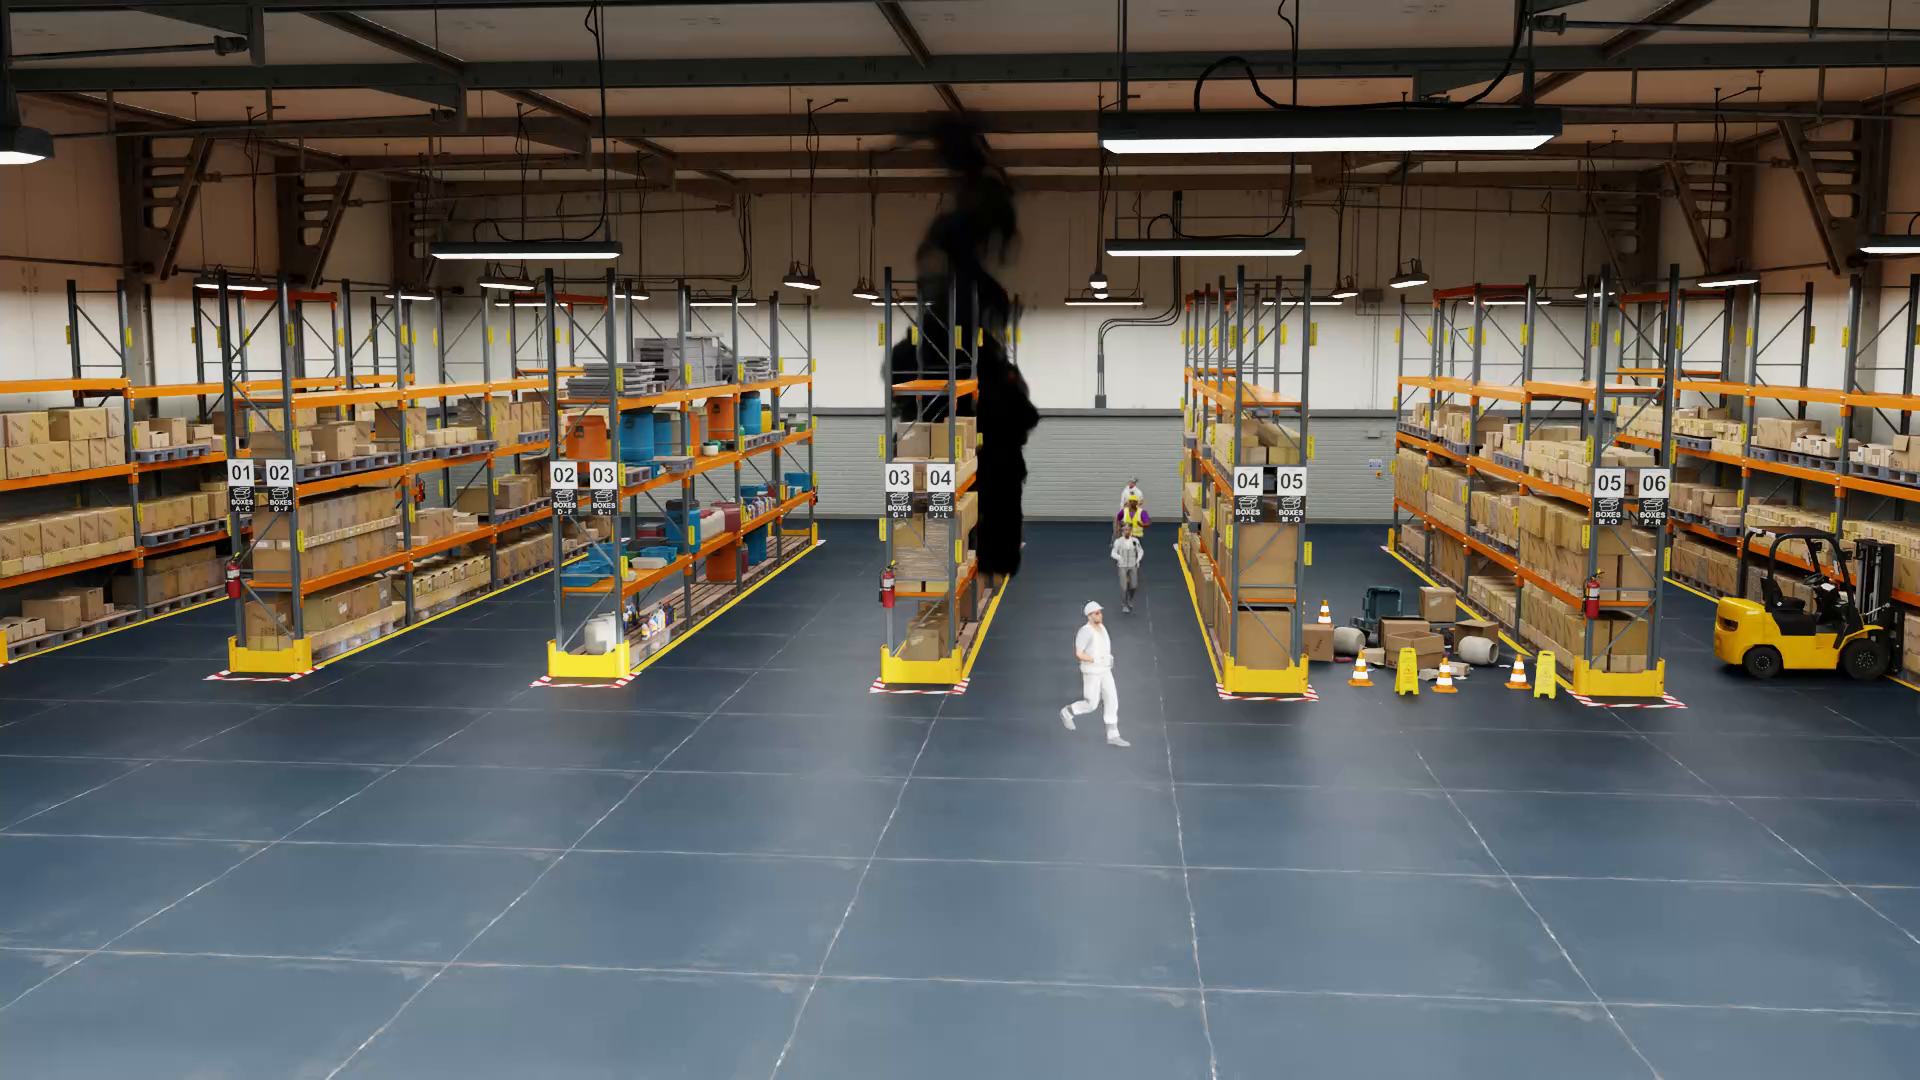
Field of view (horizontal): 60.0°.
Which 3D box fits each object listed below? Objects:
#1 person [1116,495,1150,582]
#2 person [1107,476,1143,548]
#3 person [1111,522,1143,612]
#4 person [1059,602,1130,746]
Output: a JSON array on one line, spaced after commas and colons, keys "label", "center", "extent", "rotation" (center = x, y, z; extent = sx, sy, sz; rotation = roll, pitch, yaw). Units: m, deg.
[{"label": "person", "center": [3.557, -0.058, 34.263], "extent": [0.701, 1.748, 0.990], "rotation": [1, 7, 7]}, {"label": "person", "center": [4.025, -0.655, 39.785], "extent": [0.704, 1.766, 0.809], "rotation": [-6, 9, -42]}, {"label": "person", "center": [3.066, 0.501, 30.311], "extent": [0.605, 1.648, 0.530], "rotation": [0, 7, -2]}, {"label": "person", "center": [1.677, 1.635, 20.538], "extent": [0.993, 1.760, 0.660], "rotation": [6, 9, 40]}]
